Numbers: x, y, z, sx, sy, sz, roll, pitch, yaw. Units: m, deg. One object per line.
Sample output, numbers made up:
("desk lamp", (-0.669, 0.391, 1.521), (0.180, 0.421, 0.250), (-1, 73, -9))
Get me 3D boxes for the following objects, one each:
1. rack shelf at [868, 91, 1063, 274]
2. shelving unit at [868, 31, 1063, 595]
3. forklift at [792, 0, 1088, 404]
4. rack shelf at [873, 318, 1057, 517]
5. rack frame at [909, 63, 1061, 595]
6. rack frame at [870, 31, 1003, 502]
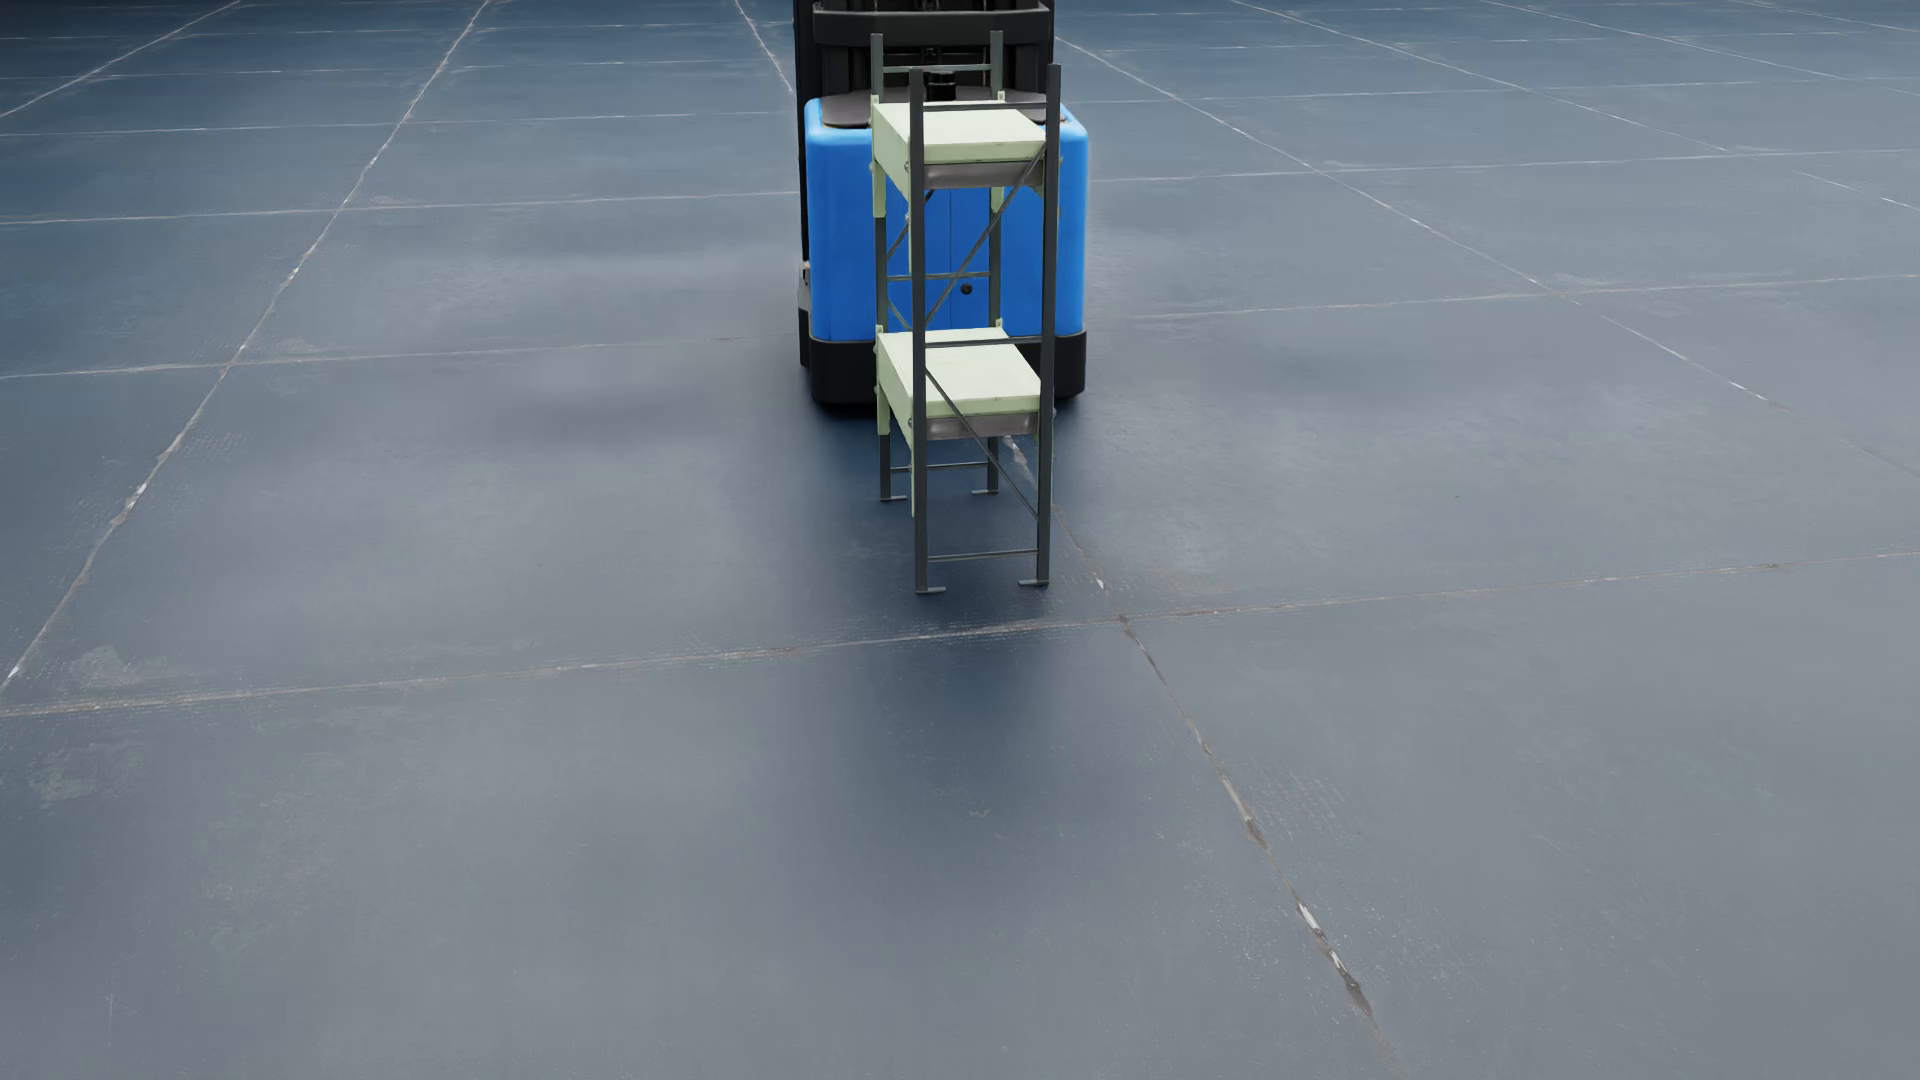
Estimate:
("rack shelf", (-0.001, -1.048, 4.800), (0.431, 0.370, 0.720), (-4, 24, -10))
("shelving unit", (-0.001, -0.690, 4.956), (0.431, 1.500, 0.755), (-4, 24, -10))
("forklift", (-0.174, -2.407, 7.099), (1.130, 2.935, 3.031), (-2, 24, -5))
("rack shelf", (-0.001, -0.391, 5.086), (0.431, 0.370, 0.720), (-4, 24, -10))
("rack frame", (0.066, -0.546, 4.626), (0.400, 1.500, 0.023), (-4, 24, -10))
("rack frame", (-0.069, -0.834, 5.285), (0.400, 1.500, 0.023), (-4, 24, -10))
